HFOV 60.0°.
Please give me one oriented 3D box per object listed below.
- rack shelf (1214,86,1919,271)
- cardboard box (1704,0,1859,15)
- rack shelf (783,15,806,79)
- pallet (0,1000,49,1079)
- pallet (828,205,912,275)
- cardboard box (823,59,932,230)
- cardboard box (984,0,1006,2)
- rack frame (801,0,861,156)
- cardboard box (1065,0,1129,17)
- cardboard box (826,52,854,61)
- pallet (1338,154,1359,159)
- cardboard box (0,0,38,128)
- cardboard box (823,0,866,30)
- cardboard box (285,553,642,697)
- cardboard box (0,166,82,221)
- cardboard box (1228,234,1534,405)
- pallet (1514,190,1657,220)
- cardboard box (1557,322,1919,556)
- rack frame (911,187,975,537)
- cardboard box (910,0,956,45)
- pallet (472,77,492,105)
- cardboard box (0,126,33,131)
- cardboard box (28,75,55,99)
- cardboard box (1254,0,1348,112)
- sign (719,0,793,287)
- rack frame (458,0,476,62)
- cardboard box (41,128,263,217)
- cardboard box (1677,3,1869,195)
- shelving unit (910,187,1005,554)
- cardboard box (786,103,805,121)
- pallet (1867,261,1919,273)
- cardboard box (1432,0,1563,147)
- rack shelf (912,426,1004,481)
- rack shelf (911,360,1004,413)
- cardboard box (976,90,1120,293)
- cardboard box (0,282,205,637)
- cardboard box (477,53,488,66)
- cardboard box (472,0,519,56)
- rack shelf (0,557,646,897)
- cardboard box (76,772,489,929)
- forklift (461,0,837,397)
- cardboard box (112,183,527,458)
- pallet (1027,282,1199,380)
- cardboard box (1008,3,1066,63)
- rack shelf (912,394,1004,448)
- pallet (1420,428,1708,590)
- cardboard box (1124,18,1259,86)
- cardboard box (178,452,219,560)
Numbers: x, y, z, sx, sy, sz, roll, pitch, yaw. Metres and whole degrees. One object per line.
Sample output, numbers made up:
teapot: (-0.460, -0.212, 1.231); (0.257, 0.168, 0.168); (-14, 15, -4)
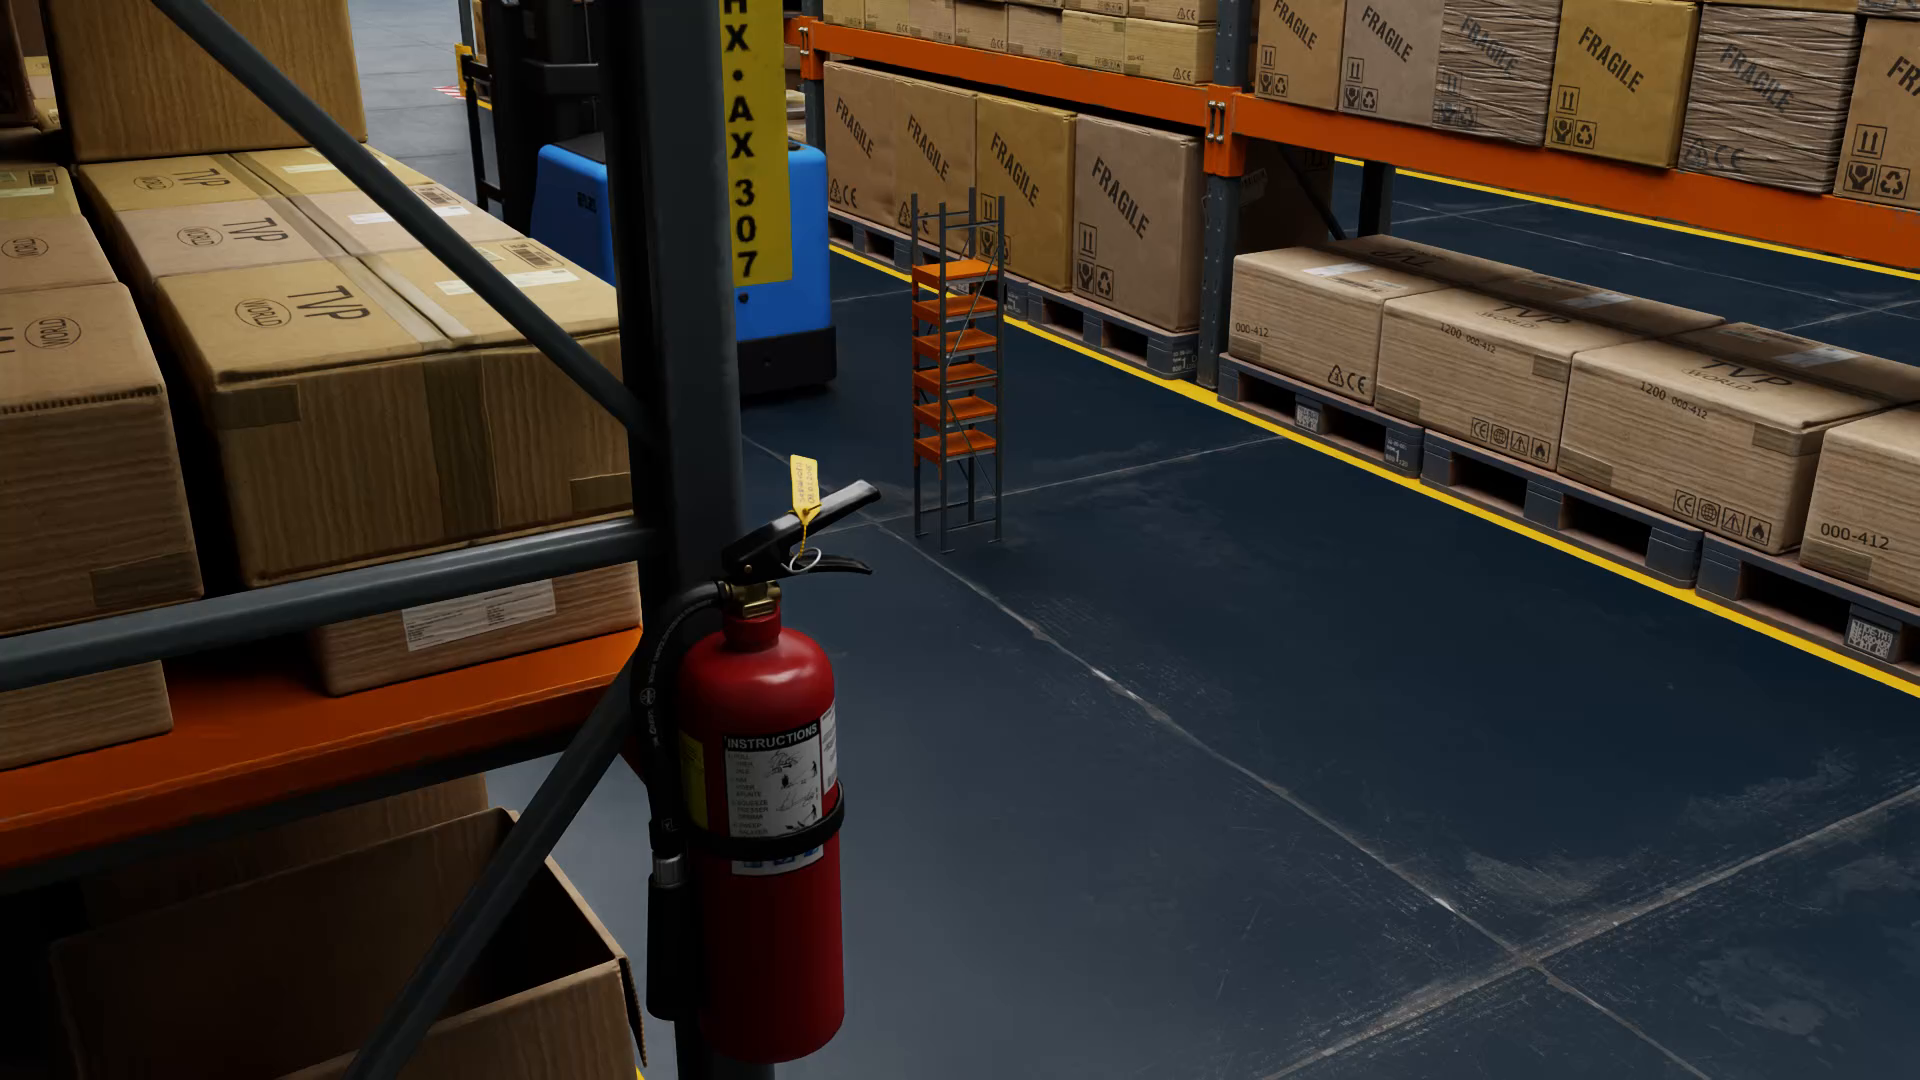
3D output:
rack shelf: (2.552, -1.189, 5.709); (1.077, 0.370, 4.000); (-13, 25, -28)
cardboard box: (2.580, -1.819, 4.843); (0.500, 0.500, 0.500); (-13, 25, -29)
rack shelf: (-1.535, -3.779, 12.081); (1.077, 0.370, 4.000); (-13, 25, -28)
pallet: (-1.139, 1.090, 2.849); (1.003, 0.211, 1.213); (-13, 25, -28)
pallet: (-0.175, -1.903, 10.214); (1.003, 0.211, 1.213); (-13, 25, -28)
cardboard box: (-0.232, -2.436, 10.084); (0.875, 0.875, 0.875); (-13, 25, -29)
cardboard box: (0.288, -2.918, 8.541); (0.500, 0.250, 0.500); (-12, 25, -27)
rack frame: (-0.513, -3.465, 10.352); (1.000, 3.000, 0.127); (-13, 25, -28)
cardboard box: (0.834, -2.588, 7.731); (0.500, 0.250, 0.500); (-12, 25, -27)
cardboard box: (-1.041, -4.305, 14.732); (0.500, 0.500, 0.500); (-13, 25, -28)
pallet: (3.353, -3.428, 13.964); (1.003, 0.211, 1.213); (-13, 25, -28)
cardboard box: (-2.203, -1.097, 3.334); (0.500, 0.500, 0.500); (-13, 26, -30)
cardboard box: (-0.479, -3.189, 9.872); (0.500, 0.250, 0.500); (-13, 26, -29)
cardboard box: (-0.624, 0.038, 2.068); (0.380, 0.149, 0.250); (-13, 25, -29)
cardboard box: (-1.666, -0.414, 2.650); (0.500, 0.250, 0.500); (-12, 25, -27)
cardboard box: (1.759, -0.954, 7.019); (0.875, 0.438, 0.875); (-13, 25, -29)
pallet: (4.708, -2.510, 11.707); (1.003, 0.211, 1.213); (-13, 25, -28)
cardboard box: (2.676, -0.372, 5.588); (0.875, 0.438, 0.875); (-12, 25, -27)
rack frame: (-0.054, -0.590, 5.670); (0.240, 1.200, 0.006); (-13, 25, -28)
cardboard box: (0.061, -2.855, 9.051); (0.500, 0.250, 0.500); (-12, 25, -27)
pallet: (-4.176, -4.468, 16.525); (1.003, 0.211, 1.213); (-13, 25, -28)
cardboard box: (-2.190, -0.742, 3.457); (0.500, 0.250, 0.500); (-12, 25, -27)
cardboard box: (-1.997, -1.005, 4.105); (0.500, 0.250, 0.500); (-13, 25, -28)
cardboard box: (1.545, -2.014, 6.650); (0.500, 0.500, 0.500); (-12, 25, -27)
sign: (-0.225, -0.425, 1.723); (0.100, 0.325, 0.005); (-13, 25, -28)
rack frame: (-4.600, -6.055, 16.724); (1.000, 3.000, 0.127); (-13, 25, -28)
cardboard box: (-1.491, -0.674, 3.291); (0.500, 0.250, 0.500); (-13, 26, -30)
cardboard box: (2.585, -1.357, 5.033); (0.500, 0.500, 0.500); (-12, 25, -27)
shelving unit: (-0.007, -0.561, 5.597); (0.258, 1.200, 0.189); (-13, 25, -28)
cardboard box: (-1.177, -2.864, 11.807); (0.950, 0.372, 0.625); (-13, 26, -29)
pallet: (6.108, -1.652, 9.597); (1.003, 0.211, 1.213); (-13, 25, -28)
cardboard box: (2.047, -1.688, 5.848); (0.500, 0.500, 0.500); (-12, 25, -28)
rack shelf: (-0.007, -0.297, 5.704); (0.258, 0.103, 0.180); (-13, 25, -28)
rack shelf: (-0.007, -0.519, 5.614); (0.258, 0.103, 0.180); (-13, 25, -28)
cardboard box: (0.677, -1.857, 8.659); (0.875, 0.875, 0.875); (-12, 25, -27)
cardboard box: (-1.155, -0.085, 1.842); (0.500, 0.250, 0.500); (-12, 25, -27)
cardboard box: (-4.425, -4.661, 16.389); (0.500, 0.250, 0.500); (-13, 25, -29)
cardboard box: (-4.413, -5.001, 16.229); (0.500, 0.500, 0.500); (-14, 26, -30)
rack shelf: (-1.714, -0.233, 3.358); (1.077, 0.370, 4.000); (-13, 25, -28)
cardboard box: (-1.326, 0.544, 3.252); (0.700, 0.500, 0.500); (-11, 25, -26)
forklift: (-1.752, -2.386, 7.789); (1.130, 2.935, 3.031); (-13, 26, -29)
cardboard box: (-0.950, -0.349, 2.492); (0.500, 0.250, 0.500); (-12, 25, -28)
pallet: (1.071, -1.114, 8.271); (1.003, 0.211, 1.213); (-13, 25, -28)
cardboard box: (0.584, -2.529, 8.250); (0.500, 0.250, 0.500); (-13, 26, -30)
rack shelf: (-0.007, -0.408, 5.659); (0.258, 0.103, 0.180); (-13, 25, -28)
pallet: (2.479, -0.222, 6.077); (1.003, 0.211, 1.213); (-13, 25, -28)
cardboard box: (1.084, -2.197, 7.433); (0.500, 0.250, 0.500); (-13, 26, -29)
cardboard box: (-0.958, -0.114, 2.442); (0.380, 0.149, 0.250); (-13, 25, -29)
